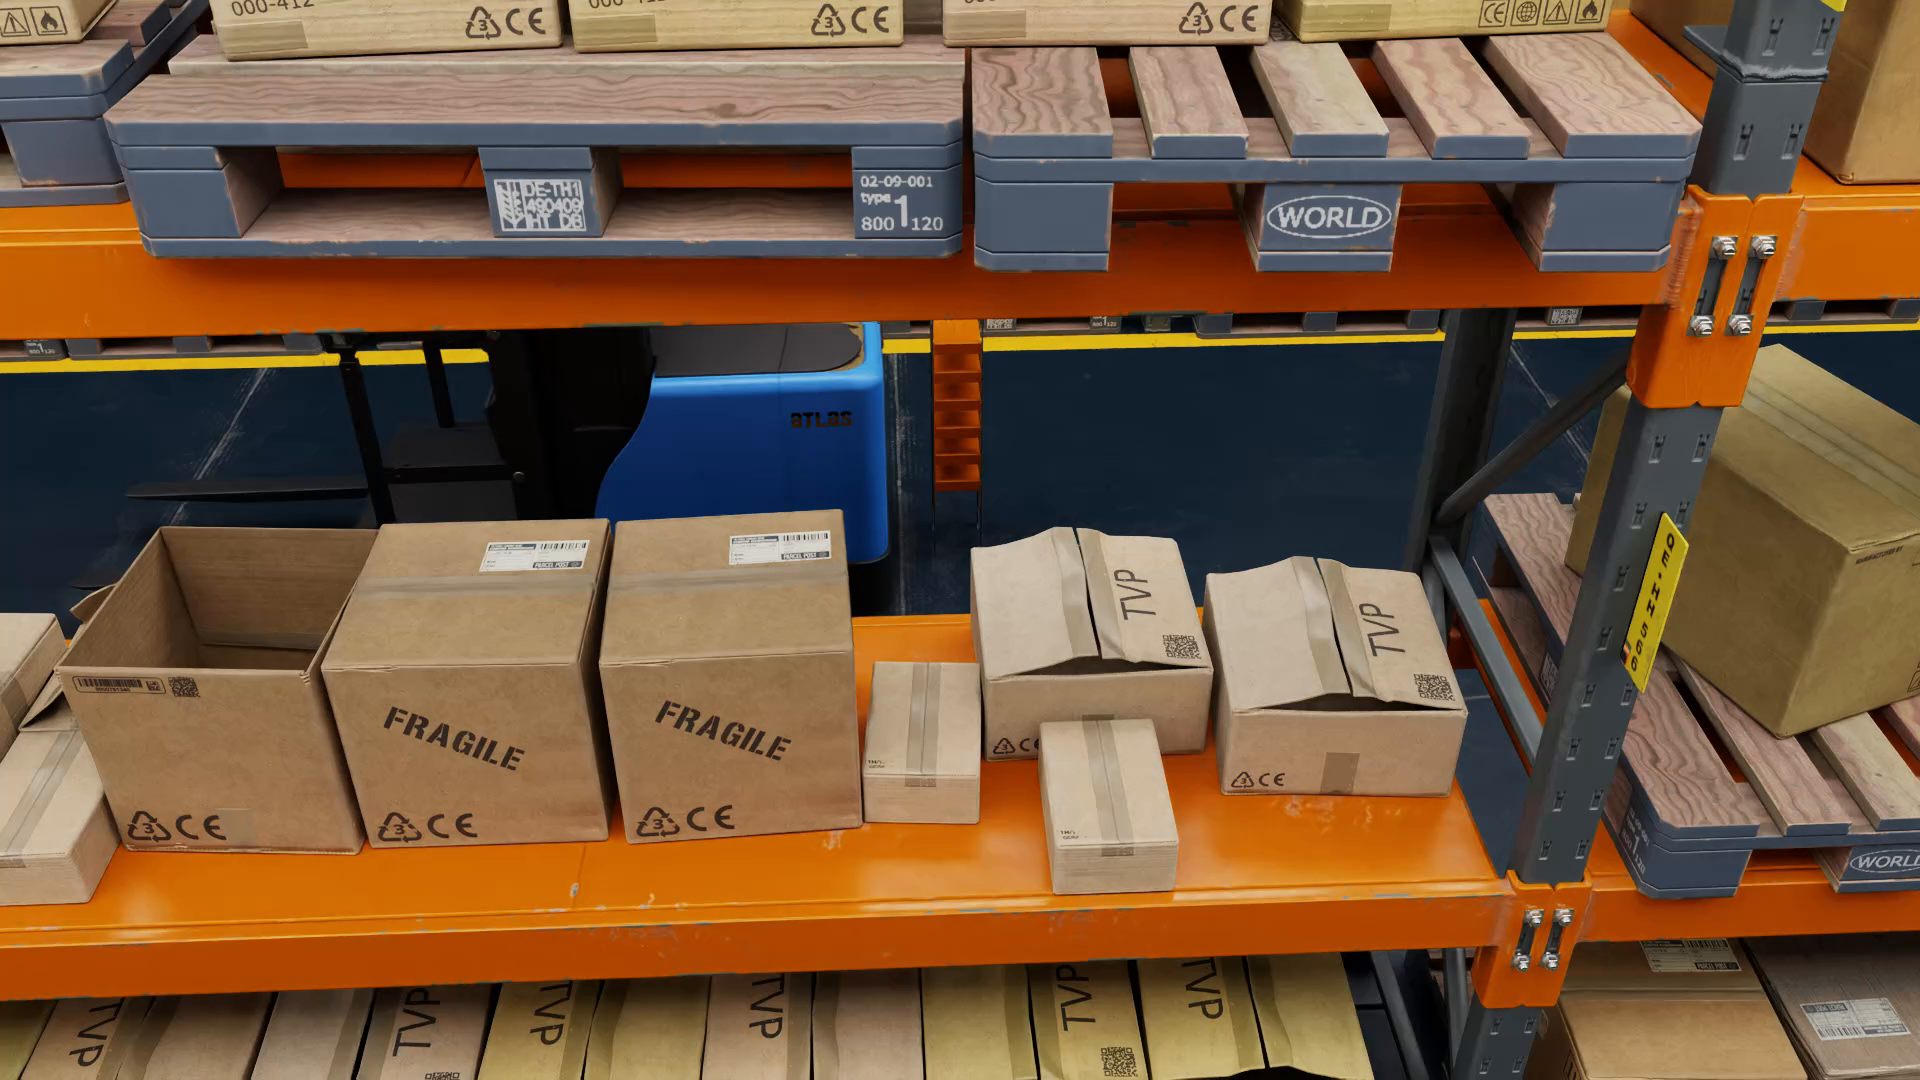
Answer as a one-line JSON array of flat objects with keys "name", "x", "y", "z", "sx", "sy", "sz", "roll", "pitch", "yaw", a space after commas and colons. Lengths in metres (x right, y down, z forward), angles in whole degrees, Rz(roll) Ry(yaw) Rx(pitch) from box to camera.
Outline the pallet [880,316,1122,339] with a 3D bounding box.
[{"name": "pallet", "x": 0.174, "y": -1.374, "z": 8.550, "sx": 1.213, "sy": 0.211, "sz": 1.003, "roll": -2, "pitch": 35, "yaw": -2}]

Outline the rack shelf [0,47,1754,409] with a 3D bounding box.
[{"name": "rack shelf", "x": -0.805, "y": -0.609, "z": 2.990, "sx": 4.000, "sy": 0.370, "sz": 1.077, "roll": -2, "pitch": 35, "yaw": -2}]

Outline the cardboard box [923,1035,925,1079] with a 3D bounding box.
[{"name": "cardboard box", "x": 0.164, "y": 1.402, "z": 4.136, "sx": 0.500, "sy": 0.250, "sz": 0.500, "roll": -2, "pitch": 35, "yaw": -3}]

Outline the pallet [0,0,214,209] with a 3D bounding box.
[{"name": "pallet", "x": -1.923, "y": -0.803, "z": 2.807, "sx": 1.217, "sy": 0.209, "sz": 0.805, "roll": -3, "pitch": 35, "yaw": -4}]

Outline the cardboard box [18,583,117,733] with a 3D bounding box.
[{"name": "cardboard box", "x": -1.933, "y": 0.310, "z": 3.784, "sx": 0.258, "sy": 0.266, "sz": 0.396, "roll": -2, "pitch": 35, "yaw": -3}]

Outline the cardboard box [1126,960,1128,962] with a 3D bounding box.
[{"name": "cardboard box", "x": 0.655, "y": 0.849, "z": 4.441, "sx": 0.500, "sy": 0.311, "sz": 0.500, "roll": 0, "pitch": 35, "yaw": -1}]

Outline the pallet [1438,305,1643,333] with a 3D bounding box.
[{"name": "pallet", "x": 2.961, "y": -1.404, "z": 8.593, "sx": 1.213, "sy": 0.211, "sz": 1.003, "roll": -2, "pitch": 35, "yaw": -2}]

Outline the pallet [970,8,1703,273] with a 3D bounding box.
[{"name": "pallet", "x": 0.519, "y": -0.812, "z": 2.817, "sx": 1.003, "sy": 0.211, "sz": 1.213, "roll": 0, "pitch": 35, "yaw": 0}]

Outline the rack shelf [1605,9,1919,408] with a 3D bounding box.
[{"name": "rack shelf", "x": 3.190, "y": -0.717, "z": 3.146, "sx": 4.000, "sy": 0.370, "sz": 1.077, "roll": -2, "pitch": 35, "yaw": -2}]

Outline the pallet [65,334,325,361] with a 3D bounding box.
[{"name": "pallet", "x": -3.710, "y": -1.248, "z": 8.368, "sx": 1.213, "sy": 0.211, "sz": 1.003, "roll": -2, "pitch": 35, "yaw": -2}]

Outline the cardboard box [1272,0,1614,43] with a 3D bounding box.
[{"name": "cardboard box", "x": 0.742, "y": -1.025, "z": 2.723, "sx": 0.500, "sy": 0.250, "sz": 0.500, "roll": -4, "pitch": 35, "yaw": -6}]

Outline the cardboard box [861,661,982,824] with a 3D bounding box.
[{"name": "cardboard box", "x": -0.079, "y": 0.445, "z": 3.692, "sx": 0.250, "sy": 0.149, "sz": 0.380, "roll": 1, "pitch": 35, "yaw": 1}]

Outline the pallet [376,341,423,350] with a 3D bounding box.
[{"name": "pallet", "x": -2.264, "y": -1.308, "z": 8.455, "sx": 1.213, "sy": 0.211, "sz": 1.003, "roll": -2, "pitch": 35, "yaw": -2}]

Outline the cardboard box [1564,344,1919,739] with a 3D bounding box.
[{"name": "cardboard box", "x": 1.816, "y": -0.020, "z": 3.686, "sx": 0.500, "sy": 0.500, "sz": 0.700, "roll": -13, "pitch": 37, "yaw": -18}]

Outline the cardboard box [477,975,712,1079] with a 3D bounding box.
[{"name": "cardboard box", "x": -0.843, "y": 1.198, "z": 3.937, "sx": 0.500, "sy": 0.311, "sz": 0.500, "roll": -1, "pitch": 35, "yaw": -1}]

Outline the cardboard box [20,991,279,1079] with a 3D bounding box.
[{"name": "cardboard box", "x": -1.878, "y": 1.230, "z": 3.891, "sx": 0.500, "sy": 0.311, "sz": 0.500, "roll": -2, "pitch": 35, "yaw": -3}]

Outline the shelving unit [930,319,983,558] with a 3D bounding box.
[{"name": "shelving unit", "x": -0.014, "y": -0.493, "z": 6.408, "sx": 0.189, "sy": 1.200, "sz": 0.258, "roll": -2, "pitch": 35, "yaw": -2}]

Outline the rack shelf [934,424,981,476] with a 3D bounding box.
[{"name": "rack shelf", "x": -0.014, "y": -0.358, "z": 6.502, "sx": 0.180, "sy": 0.103, "sz": 0.258, "roll": -2, "pitch": 35, "yaw": -2}]

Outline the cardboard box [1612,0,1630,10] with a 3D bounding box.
[{"name": "cardboard box", "x": 2.991, "y": -2.620, "z": 7.533, "sx": 0.500, "sy": 0.500, "sz": 0.500, "roll": -1, "pitch": 35, "yaw": -1}]

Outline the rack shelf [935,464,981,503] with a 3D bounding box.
[{"name": "rack shelf", "x": -0.014, "y": -0.259, "z": 6.570, "sx": 0.180, "sy": 0.103, "sz": 0.258, "roll": -2, "pitch": 35, "yaw": -2}]

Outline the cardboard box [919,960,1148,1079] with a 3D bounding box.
[{"name": "cardboard box", "x": 0.162, "y": 1.174, "z": 3.972, "sx": 0.500, "sy": 0.311, "sz": 0.500, "roll": -2, "pitch": 35, "yaw": -3}]

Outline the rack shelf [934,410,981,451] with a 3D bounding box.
[{"name": "rack shelf", "x": -0.014, "y": -0.456, "z": 6.433, "sx": 0.180, "sy": 0.103, "sz": 0.258, "roll": -2, "pitch": 35, "yaw": -2}]

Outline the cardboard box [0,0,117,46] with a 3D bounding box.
[{"name": "cardboard box", "x": -1.639, "y": -0.989, "z": 2.670, "sx": 0.500, "sy": 0.250, "sz": 0.500, "roll": -5, "pitch": 35, "yaw": -7}]

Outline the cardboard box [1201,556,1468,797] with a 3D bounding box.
[{"name": "cardboard box", "x": 0.827, "y": 0.297, "z": 3.764, "sx": 0.500, "sy": 0.311, "sz": 0.500, "roll": 1, "pitch": 35, "yaw": 1}]

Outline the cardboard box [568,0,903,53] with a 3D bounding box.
[{"name": "cardboard box", "x": -0.353, "y": -0.992, "z": 2.674, "sx": 0.500, "sy": 0.250, "sz": 0.500, "roll": -2, "pitch": 35, "yaw": -3}]

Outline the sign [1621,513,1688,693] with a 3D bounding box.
[{"name": "sign", "x": 1.222, "y": 0.114, "z": 2.932, "sx": 0.005, "sy": 0.325, "sz": 0.100, "roll": -2, "pitch": 35, "yaw": -2}]

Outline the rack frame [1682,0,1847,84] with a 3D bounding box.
[{"name": "rack frame", "x": 1.193, "y": -2.192, "z": 2.010, "sx": 0.127, "sy": 3.000, "sz": 1.000, "roll": -2, "pitch": 35, "yaw": -2}]

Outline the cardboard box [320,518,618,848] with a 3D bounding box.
[{"name": "cardboard box", "x": -1.009, "y": 0.302, "z": 3.589, "sx": 0.500, "sy": 0.500, "sz": 0.500, "roll": -1, "pitch": 35, "yaw": -2}]

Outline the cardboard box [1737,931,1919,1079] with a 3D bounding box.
[{"name": "cardboard box", "x": 2.183, "y": 1.255, "z": 4.111, "sx": 0.500, "sy": 0.500, "sz": 0.500, "roll": -3, "pitch": 35, "yaw": -4}]

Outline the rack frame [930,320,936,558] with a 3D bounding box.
[{"name": "rack frame", "x": -0.106, "y": -0.491, "z": 6.404, "sx": 0.006, "sy": 1.200, "sz": 0.240, "roll": -2, "pitch": 35, "yaw": -2}]

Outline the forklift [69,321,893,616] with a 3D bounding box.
[{"name": "forklift", "x": -1.794, "y": -1.104, "z": 5.770, "sx": 3.031, "sy": 2.935, "sz": 1.130, "roll": -2, "pitch": 35, "yaw": -3}]

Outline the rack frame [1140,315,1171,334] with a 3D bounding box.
[{"name": "rack frame", "x": 0.954, "y": -2.541, "z": 7.786, "sx": 0.127, "sy": 3.000, "sz": 1.000, "roll": -2, "pitch": 35, "yaw": -2}]

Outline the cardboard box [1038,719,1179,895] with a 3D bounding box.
[{"name": "cardboard box", "x": 0.307, "y": 0.560, "z": 3.526, "sx": 0.250, "sy": 0.149, "sz": 0.380, "roll": -2, "pitch": 35, "yaw": -2}]
